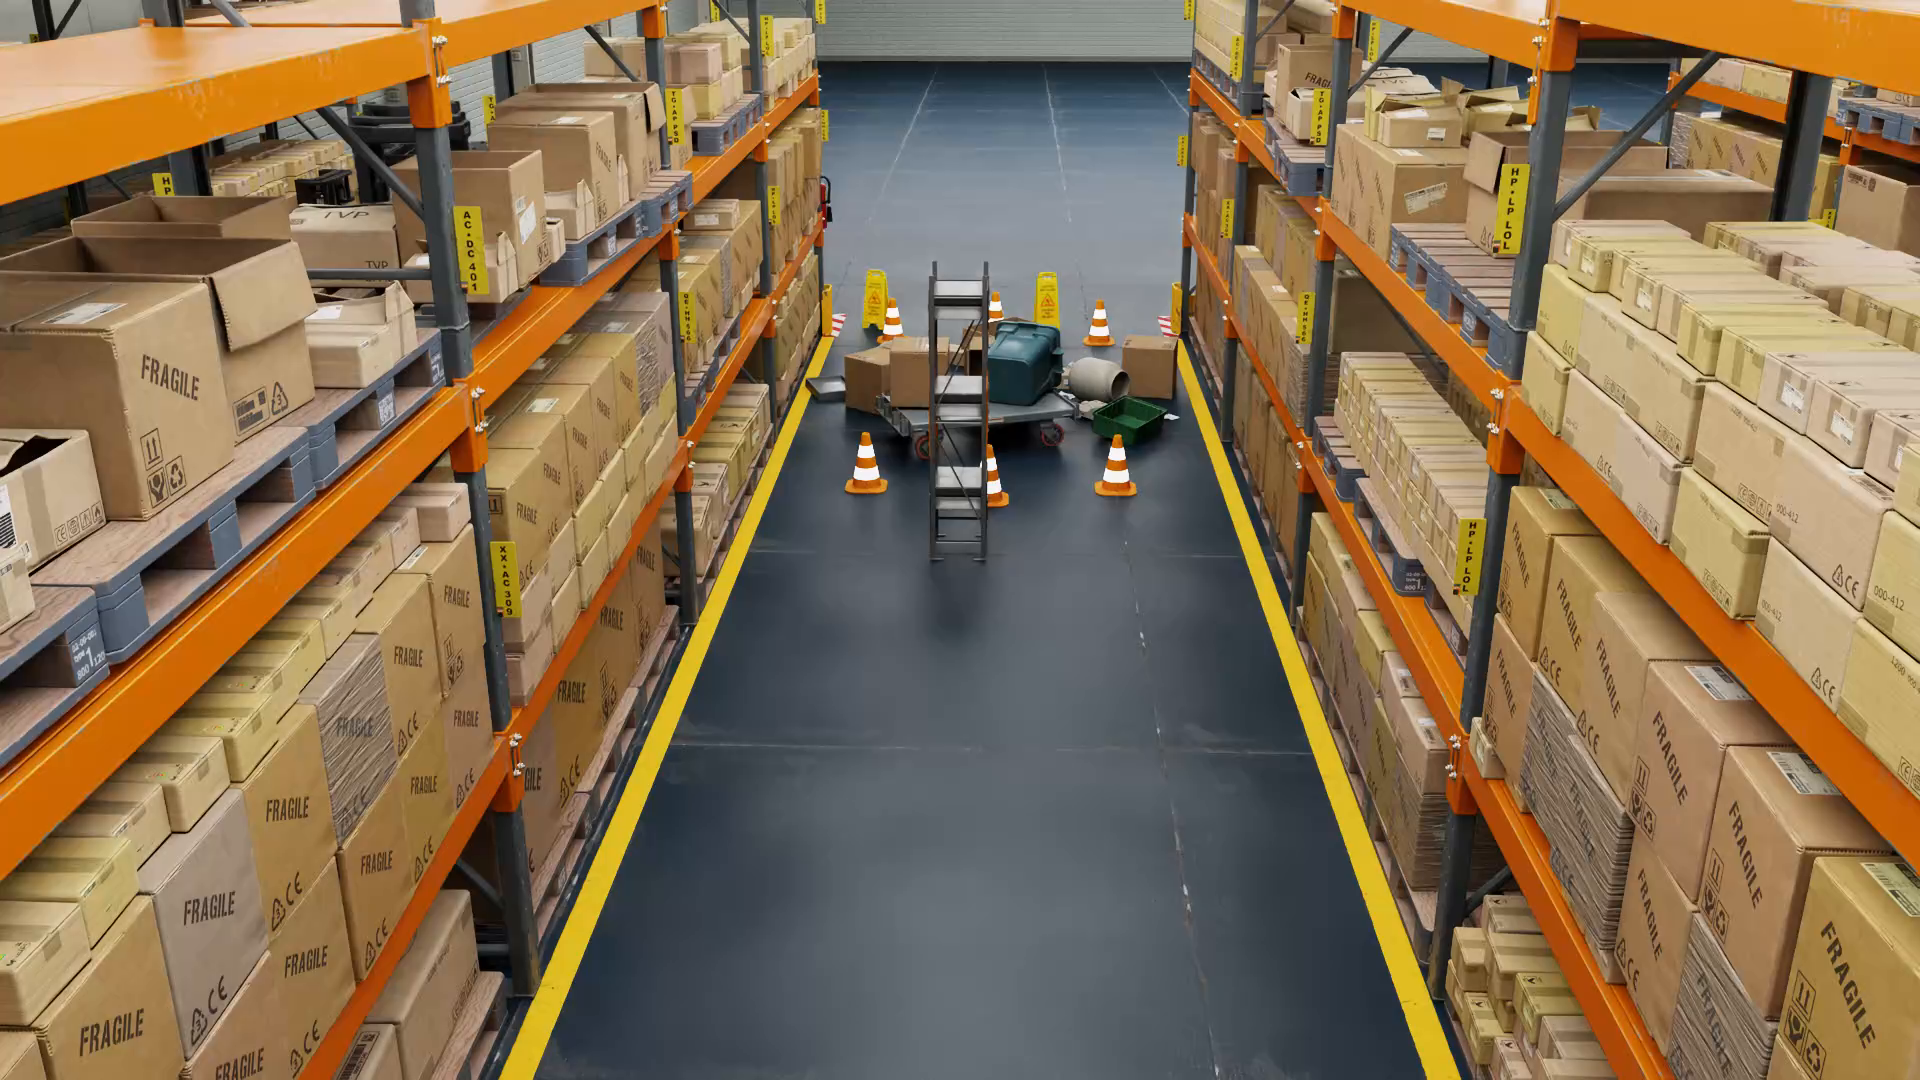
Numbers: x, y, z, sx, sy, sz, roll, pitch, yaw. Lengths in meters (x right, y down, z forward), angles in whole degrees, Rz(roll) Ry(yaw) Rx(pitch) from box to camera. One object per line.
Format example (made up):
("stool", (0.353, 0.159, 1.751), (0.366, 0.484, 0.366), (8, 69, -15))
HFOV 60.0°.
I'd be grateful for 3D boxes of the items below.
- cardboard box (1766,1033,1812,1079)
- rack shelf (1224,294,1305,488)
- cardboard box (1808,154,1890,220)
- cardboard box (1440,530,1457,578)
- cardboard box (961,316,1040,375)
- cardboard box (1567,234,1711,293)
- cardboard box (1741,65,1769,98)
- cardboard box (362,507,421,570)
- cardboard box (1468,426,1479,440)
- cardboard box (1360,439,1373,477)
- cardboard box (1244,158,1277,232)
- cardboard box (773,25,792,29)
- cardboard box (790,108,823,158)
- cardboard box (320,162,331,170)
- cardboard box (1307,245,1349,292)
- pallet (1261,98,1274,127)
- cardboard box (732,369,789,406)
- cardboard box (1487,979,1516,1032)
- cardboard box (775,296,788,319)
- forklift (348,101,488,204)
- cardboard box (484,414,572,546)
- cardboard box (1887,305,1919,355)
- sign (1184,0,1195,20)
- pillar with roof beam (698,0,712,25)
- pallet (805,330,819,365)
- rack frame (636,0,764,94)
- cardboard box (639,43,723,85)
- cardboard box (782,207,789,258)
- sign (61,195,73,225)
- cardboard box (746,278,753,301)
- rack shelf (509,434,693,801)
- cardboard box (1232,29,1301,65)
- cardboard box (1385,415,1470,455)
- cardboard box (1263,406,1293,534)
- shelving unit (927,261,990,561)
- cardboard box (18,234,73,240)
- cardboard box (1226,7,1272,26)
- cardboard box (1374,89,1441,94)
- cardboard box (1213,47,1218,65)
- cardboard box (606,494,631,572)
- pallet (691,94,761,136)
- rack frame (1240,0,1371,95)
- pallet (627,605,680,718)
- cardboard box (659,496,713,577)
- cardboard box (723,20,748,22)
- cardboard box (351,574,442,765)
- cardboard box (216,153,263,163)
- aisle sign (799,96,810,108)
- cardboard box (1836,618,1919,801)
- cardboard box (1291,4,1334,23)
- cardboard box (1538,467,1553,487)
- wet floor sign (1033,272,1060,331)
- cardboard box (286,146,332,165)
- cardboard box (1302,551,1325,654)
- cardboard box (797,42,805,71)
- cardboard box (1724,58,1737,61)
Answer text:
("cardboard box", (2.234, 1.523, 3.908), (0.500, 0.500, 0.500), (0, 21, 1))
("rack shelf", (2.761, -1.221, 12.523), (1.077, 0.370, 4.000), (1, 21, 2))
("cardboard box", (7.515, -3.005, 14.196), (0.500, 0.500, 0.500), (1, 21, 2))
("cardboard box", (2.410, 0.065, 7.570), (0.380, 0.149, 0.250), (2, 21, 4))
("cardboard box", (0.470, -1.917, 16.773), (0.797, 0.503, 0.637), (-16, 26, -35))
("cardboard box", (2.286, -0.934, 5.607), (0.380, 0.149, 0.250), (0, 21, -1))
("cardboard box", (7.586, -4.238, 15.364), (0.500, 0.250, 0.500), (1, 21, 3))
("cardboard box", (-2.180, -0.011, 5.993), (0.380, 0.149, 0.250), (1, 21, 3))
("cardboard box", (3.128, -0.545, 9.555), (0.380, 0.149, 0.250), (1, 21, 3))
("cardboard box", (2.462, -0.460, 9.334), (0.380, 0.149, 0.250), (2, 21, 4))
("cardboard box", (2.867, -2.986, 14.377), (0.875, 0.550, 0.550), (1, 21, 2))
("cardboard box", (-1.832, -4.906, 16.125), (0.380, 0.149, 0.250), (1, 21, 2))
("cardboard box", (-1.805, -4.208, 17.295), (0.700, 0.500, 0.500), (0, 21, 0))
("cardboard box", (-6.747, -3.831, 17.222), (0.380, 0.149, 0.250), (1, 21, 3))
("cardboard box", (2.738, -1.691, 11.219), (0.700, 0.500, 0.500), (0, 21, 1))
("pallet", (2.843, -3.256, 12.893), (0.805, 0.209, 1.217), (0, 21, -1))
("cardboard box", (-1.841, -1.421, 15.266), (0.500, 0.250, 0.500), (0, 21, -1))
("cardboard box", (2.329, 1.828, 6.620), (0.380, 0.149, 0.250), (1, 21, 2))
("cardboard box", (-1.778, -2.118, 15.128), (0.380, 0.149, 0.250), (1, 21, 2))
("forklift", (-4.566, -2.396, 14.652), (1.130, 2.935, 3.031), (-2, 21, -4))
("cardboard box", (-2.084, -0.258, 7.526), (0.500, 0.500, 0.500), (1, 21, 1))
("cardboard box", (2.829, -0.550, 4.618), (0.380, 0.149, 0.250), (0, 21, 1))
("sign", (2.389, -5.577, 17.290), (0.100, 0.325, 0.005), (1, 21, 2))
("pillar with roof beam", (-2.676, -17.151, 44.292), (9.100, 9.000, 0.400), (1, 21, 2))
("pallet", (-2.070, -2.123, 17.708), (1.003, 0.211, 1.213), (1, 21, 2))
("rack frame", (-2.129, -5.094, 13.217), (1.000, 3.000, 0.127), (1, 21, 2))
("cardboard box", (-2.028, -3.474, 12.126), (0.500, 0.250, 0.500), (1, 21, 3))
("cardboard box", (-1.845, -2.820, 15.101), (0.500, 0.500, 0.500), (1, 21, 1))
("sign", (-7.645, -2.796, 14.283), (0.100, 0.325, 0.005), (1, 21, 2))
("cardboard box", (-1.867, -1.998, 13.298), (0.380, 0.149, 0.250), (0, 21, 1))
("rack shelf", (-2.312, 0.208, 8.842), (1.077, 0.370, 4.000), (1, 21, 2))
("cardboard box", (2.580, -4.170, 14.059), (0.500, 0.250, 0.500), (0, 21, 1))
("cardboard box", (2.454, -0.549, 8.741), (0.380, 0.149, 0.250), (1, 21, 3))
("cardboard box", (2.832, -0.515, 12.240), (1.050, 0.750, 0.750), (1, 21, 2))
("shelving unit", (-0.005, -0.919, 11.995), (0.431, 2.100, 0.503), (1, 21, 2))
("cardboard box", (-7.385, -2.388, 13.502), (0.380, 0.149, 0.250), (1, 21, 1))
("cardboard box", (2.538, -4.583, 14.573), (0.380, 0.149, 0.250), (1, 21, 3))
("cardboard box", (2.957, -2.844, 11.055), (0.500, 0.250, 0.500), (1, 21, 3))
("cardboard box", (2.559, -4.490, 15.436), (0.380, 0.149, 0.250), (1, 21, 1))
("cardboard box", (-2.025, -0.044, 8.702), (0.500, 0.250, 0.500), (0, 21, 1))
("pallet", (-2.254, -3.386, 13.222), (1.213, 0.211, 1.003), (1, 21, 2))
("rack frame", (2.822, -5.076, 13.171), (1.000, 3.000, 0.127), (1, 21, 2))
("pallet", (-2.350, 0.733, 10.347), (1.003, 0.211, 1.213), (1, 21, 2))
("cardboard box", (-2.224, -0.026, 11.501), (0.950, 0.372, 0.625), (-1, 21, -2))
("cardboard box", (-2.214, -5.179, 16.828), (0.380, 0.149, 0.250), (1, 21, 1))
("cardboard box", (-2.134, 0.440, 5.729), (0.500, 0.500, 0.500), (0, 21, 1))
("cardboard box", (-7.234, -3.791, 16.705), (0.380, 0.149, 0.250), (1, 21, 3))
("aisle sign", (-1.716, -4.975, 17.609), (0.394, 0.787, 0.004), (1, 21, 2))
("cardboard box", (2.214, 0.379, 3.466), (0.500, 0.250, 0.500), (1, 21, 2))
("cardboard box", (3.210, -4.763, 15.037), (0.380, 0.149, 0.250), (1, 21, 2))
("cardboard box", (3.088, -0.348, 8.222), (0.380, 0.149, 0.250), (1, 21, 4))
("wet floor sign", (0.965, -2.660, 18.493), (0.267, 0.644, 0.232), (-3, 21, -8))
("cardboard box", (-6.727, -3.968, 17.163), (0.380, 0.149, 0.250), (1, 21, 3))
("cardboard box", (2.424, 0.390, 10.253), (0.500, 0.500, 0.500), (0, 21, -1))
("cardboard box", (-1.781, -4.653, 16.024), (0.500, 0.250, 0.500), (1, 21, 3))
("cardboard box", (7.578, -4.681, 15.956), (0.380, 0.149, 0.250), (1, 21, 1))
